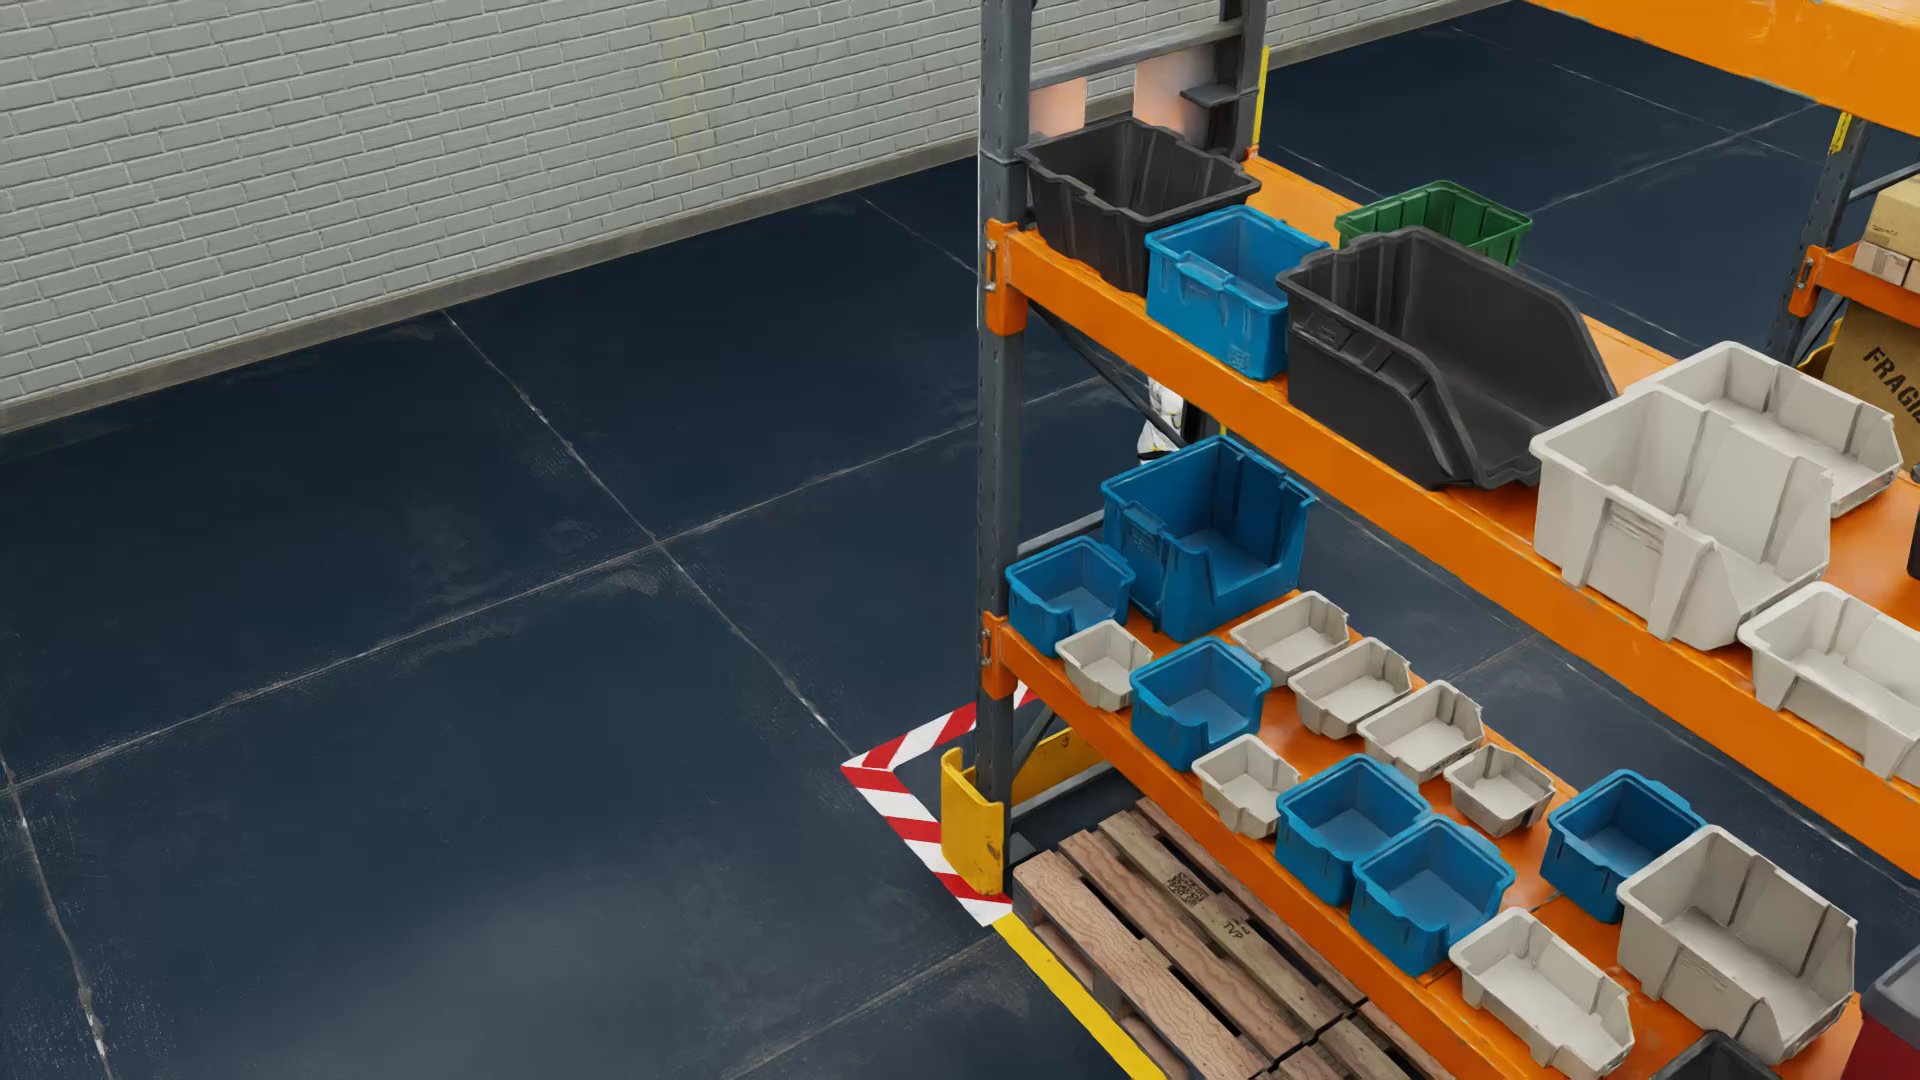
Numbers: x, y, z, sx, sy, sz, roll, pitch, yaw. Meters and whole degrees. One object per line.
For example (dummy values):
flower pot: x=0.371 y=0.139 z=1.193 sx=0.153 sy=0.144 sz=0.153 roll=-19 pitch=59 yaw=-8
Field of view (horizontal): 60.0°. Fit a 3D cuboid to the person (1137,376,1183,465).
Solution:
person: x=0.953 y=-0.328 z=7.443 sx=0.335 sy=1.698 sz=0.471 roll=-2 pitch=37 yaw=-2
